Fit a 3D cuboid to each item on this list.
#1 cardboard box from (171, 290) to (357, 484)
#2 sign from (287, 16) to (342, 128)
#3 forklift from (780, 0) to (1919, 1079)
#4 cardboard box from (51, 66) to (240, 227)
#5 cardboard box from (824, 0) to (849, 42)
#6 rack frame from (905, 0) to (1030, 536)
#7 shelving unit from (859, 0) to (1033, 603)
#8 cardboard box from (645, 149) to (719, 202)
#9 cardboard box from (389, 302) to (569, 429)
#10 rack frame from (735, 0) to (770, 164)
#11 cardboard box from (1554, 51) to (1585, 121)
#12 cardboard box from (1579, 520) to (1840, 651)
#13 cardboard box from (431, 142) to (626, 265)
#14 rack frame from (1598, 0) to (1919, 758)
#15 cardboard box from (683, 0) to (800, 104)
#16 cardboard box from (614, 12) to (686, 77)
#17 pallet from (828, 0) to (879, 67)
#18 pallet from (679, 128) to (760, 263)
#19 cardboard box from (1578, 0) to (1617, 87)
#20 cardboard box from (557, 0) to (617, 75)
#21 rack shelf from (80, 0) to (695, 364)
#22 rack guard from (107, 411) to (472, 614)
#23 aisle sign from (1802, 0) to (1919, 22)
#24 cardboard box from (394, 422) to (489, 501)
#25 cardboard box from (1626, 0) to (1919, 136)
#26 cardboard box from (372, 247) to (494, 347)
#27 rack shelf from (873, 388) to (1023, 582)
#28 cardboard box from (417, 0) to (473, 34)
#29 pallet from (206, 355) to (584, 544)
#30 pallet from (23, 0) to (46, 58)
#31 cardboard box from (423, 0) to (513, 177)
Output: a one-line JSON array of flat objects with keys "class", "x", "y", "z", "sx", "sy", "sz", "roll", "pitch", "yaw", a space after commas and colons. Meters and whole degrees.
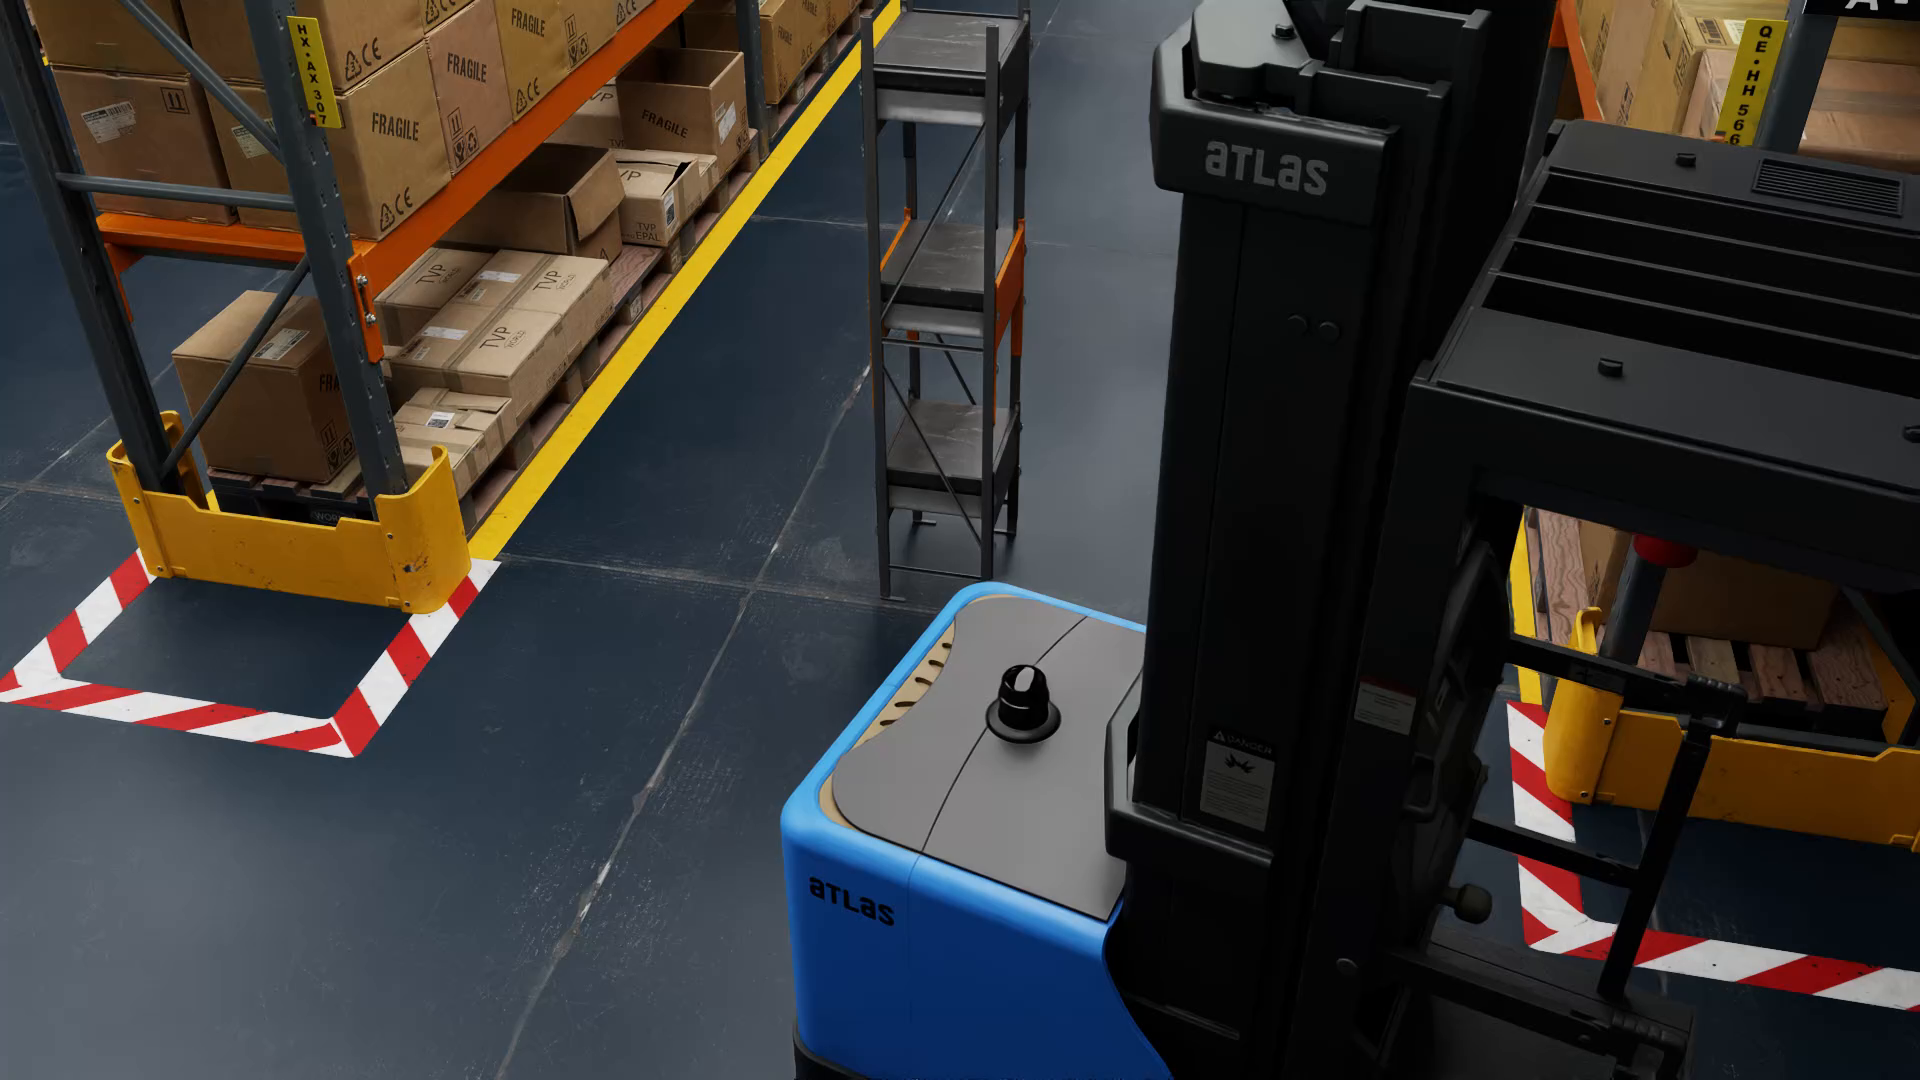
[{"class": "cardboard box", "x": -2.530, "y": -0.580, "z": 6.250, "sx": 0.500, "sy": 0.500, "sz": 0.500, "roll": 7, "pitch": 37, "yaw": 10}, {"class": "sign", "x": -1.876, "y": -1.354, "z": 4.825, "sx": 0.100, "sy": 0.325, "sz": 0.005, "roll": 7, "pitch": 37, "yaw": 10}, {"class": "forklift", "x": 1.143, "y": 0.409, "z": 3.188, "sx": 3.031, "sy": 2.935, "sz": 1.130, "roll": 16, "pitch": 39, "yaw": 21}, {"class": "cardboard box", "x": -2.576, "y": -1.403, "z": 5.545, "sx": 0.500, "sy": 0.500, "sz": 0.500, "roll": 8, "pitch": 37, "yaw": 11}, {"class": "cardboard box", "x": -0.993, "y": -3.371, "z": 10.100, "sx": 0.500, "sy": 0.500, "sz": 0.500, "roll": 8, "pitch": 37, "yaw": 11}, {"class": "rack frame", "x": 0.017, "y": -0.895, "z": 5.696, "sx": 0.400, "sy": 2.100, "sz": 0.015, "roll": 7, "pitch": 37, "yaw": 10}, {"class": "shelving unit", "x": -0.035, "y": -0.755, "z": 5.503, "sx": 0.431, "sy": 2.100, "sz": 0.503, "roll": 7, "pitch": 37, "yaw": 10}, {"class": "cardboard box", "x": -1.418, "y": -1.804, "z": 8.238, "sx": 0.380, "sy": 0.149, "sz": 0.250, "roll": 7, "pitch": 37, "yaw": 10}, {"class": "cardboard box", "x": -1.906, "y": -0.699, "z": 6.627, "sx": 0.500, "sy": 0.250, "sz": 0.500, "roll": 7, "pitch": 37, "yaw": 10}, {"class": "rack frame", "x": -1.552, "y": -3.365, "z": 8.337, "sx": 1.000, "sy": 3.000, "sz": 0.127, "roll": 7, "pitch": 37, "yaw": 10}, {"class": "cardboard box", "x": 3.300, "y": -2.435, "z": 8.527, "sx": 0.750, "sy": 0.750, "sz": 0.750, "roll": 8, "pitch": 37, "yaw": 11}, {"class": "cardboard box", "x": 2.486, "y": -0.025, "z": 5.500, "sx": 0.700, "sy": 0.500, "sz": 0.500, "roll": 7, "pitch": 37, "yaw": 10}, {"class": "cardboard box", "x": -1.948, "y": -1.455, "z": 7.453, "sx": 0.797, "sy": 0.503, "sz": 0.637, "roll": 7, "pitch": 37, "yaw": 10}, {"class": "rack frame", "x": 2.434, "y": -0.453, "z": 4.319, "sx": 1.000, "sy": 3.000, "sz": 0.127, "roll": 7, "pitch": 37, "yaw": 10}, {"class": "cardboard box", "x": -1.210, "y": -2.778, "z": 9.282, "sx": 0.500, "sy": 0.500, "sz": 0.500, "roll": 6, "pitch": 36, "yaw": 8}, {"class": "cardboard box", "x": -1.726, "y": -2.850, "z": 9.381, "sx": 0.500, "sy": 0.500, "sz": 0.500, "roll": 7, "pitch": 37, "yaw": 10}, {"class": "pallet", "x": -1.156, "y": -3.409, "z": 10.773, "sx": 1.003, "sy": 0.211, "sz": 1.213, "roll": 7, "pitch": 37, "yaw": 10}, {"class": "pallet", "x": -1.699, "y": -1.842, "z": 8.612, "sx": 1.003, "sy": 0.211, "sz": 1.213, "roll": 7, "pitch": 37, "yaw": 10}, {"class": "cardboard box", "x": 2.996, "y": -2.141, "z": 6.392, "sx": 0.980, "sy": 0.700, "sz": 0.700, "roll": 6, "pitch": 36, "yaw": 9}, {"class": "cardboard box", "x": -1.730, "y": -2.204, "z": 6.650, "sx": 0.500, "sy": 0.500, "sz": 0.500, "roll": 8, "pitch": 37, "yaw": 11}, {"class": "rack shelf", "x": -1.979, "y": -1.927, "z": 6.966, "sx": 1.077, "sy": 0.370, "sz": 4.000, "roll": 7, "pitch": 37, "yaw": 10}, {"class": "rack guard", "x": -2.390, "y": -0.103, "z": 5.966, "sx": 1.175, "sy": 0.500, "sz": 0.348, "roll": 7, "pitch": 37, "yaw": 10}, {"class": "aisle sign", "x": 2.126, "y": -1.502, "z": 3.551, "sx": 0.394, "sy": 0.787, "sz": 0.004, "roll": 7, "pitch": 37, "yaw": 10}, {"class": "cardboard box", "x": -1.981, "y": -0.293, "z": 6.152, "sx": 0.380, "sy": 0.149, "sz": 0.250, "roll": 7, "pitch": 37, "yaw": 10}, {"class": "cardboard box", "x": 2.678, "y": -1.287, "z": 5.214, "sx": 0.980, "sy": 0.700, "sz": 0.700, "roll": 7, "pitch": 37, "yaw": 10}, {"class": "cardboard box", "x": -2.298, "y": -1.020, "z": 7.070, "sx": 0.500, "sy": 0.250, "sz": 0.500, "roll": 7, "pitch": 37, "yaw": 10}, {"class": "rack shelf", "x": -0.035, "y": -0.177, "z": 5.922, "sx": 0.431, "sy": 0.518, "sz": 0.480, "roll": 7, "pitch": 37, "yaw": 10}, {"class": "cardboard box", "x": -1.949, "y": -2.039, "z": 5.570, "sx": 0.500, "sy": 0.500, "sz": 0.500, "roll": 8, "pitch": 37, "yaw": 10}, {"class": "pallet", "x": -2.220, "y": -0.443, "z": 6.682, "sx": 1.003, "sy": 0.211, "sz": 1.213, "roll": 7, "pitch": 37, "yaw": 10}, {"class": "pallet", "x": -6.184, "y": -3.296, "z": 10.618, "sx": 1.003, "sy": 0.211, "sz": 1.213, "roll": 7, "pitch": 37, "yaw": 10}, {"class": "cardboard box", "x": -1.949, "y": -1.630, "z": 5.858, "sx": 0.500, "sy": 0.500, "sz": 0.500, "roll": 7, "pitch": 37, "yaw": 10}]
